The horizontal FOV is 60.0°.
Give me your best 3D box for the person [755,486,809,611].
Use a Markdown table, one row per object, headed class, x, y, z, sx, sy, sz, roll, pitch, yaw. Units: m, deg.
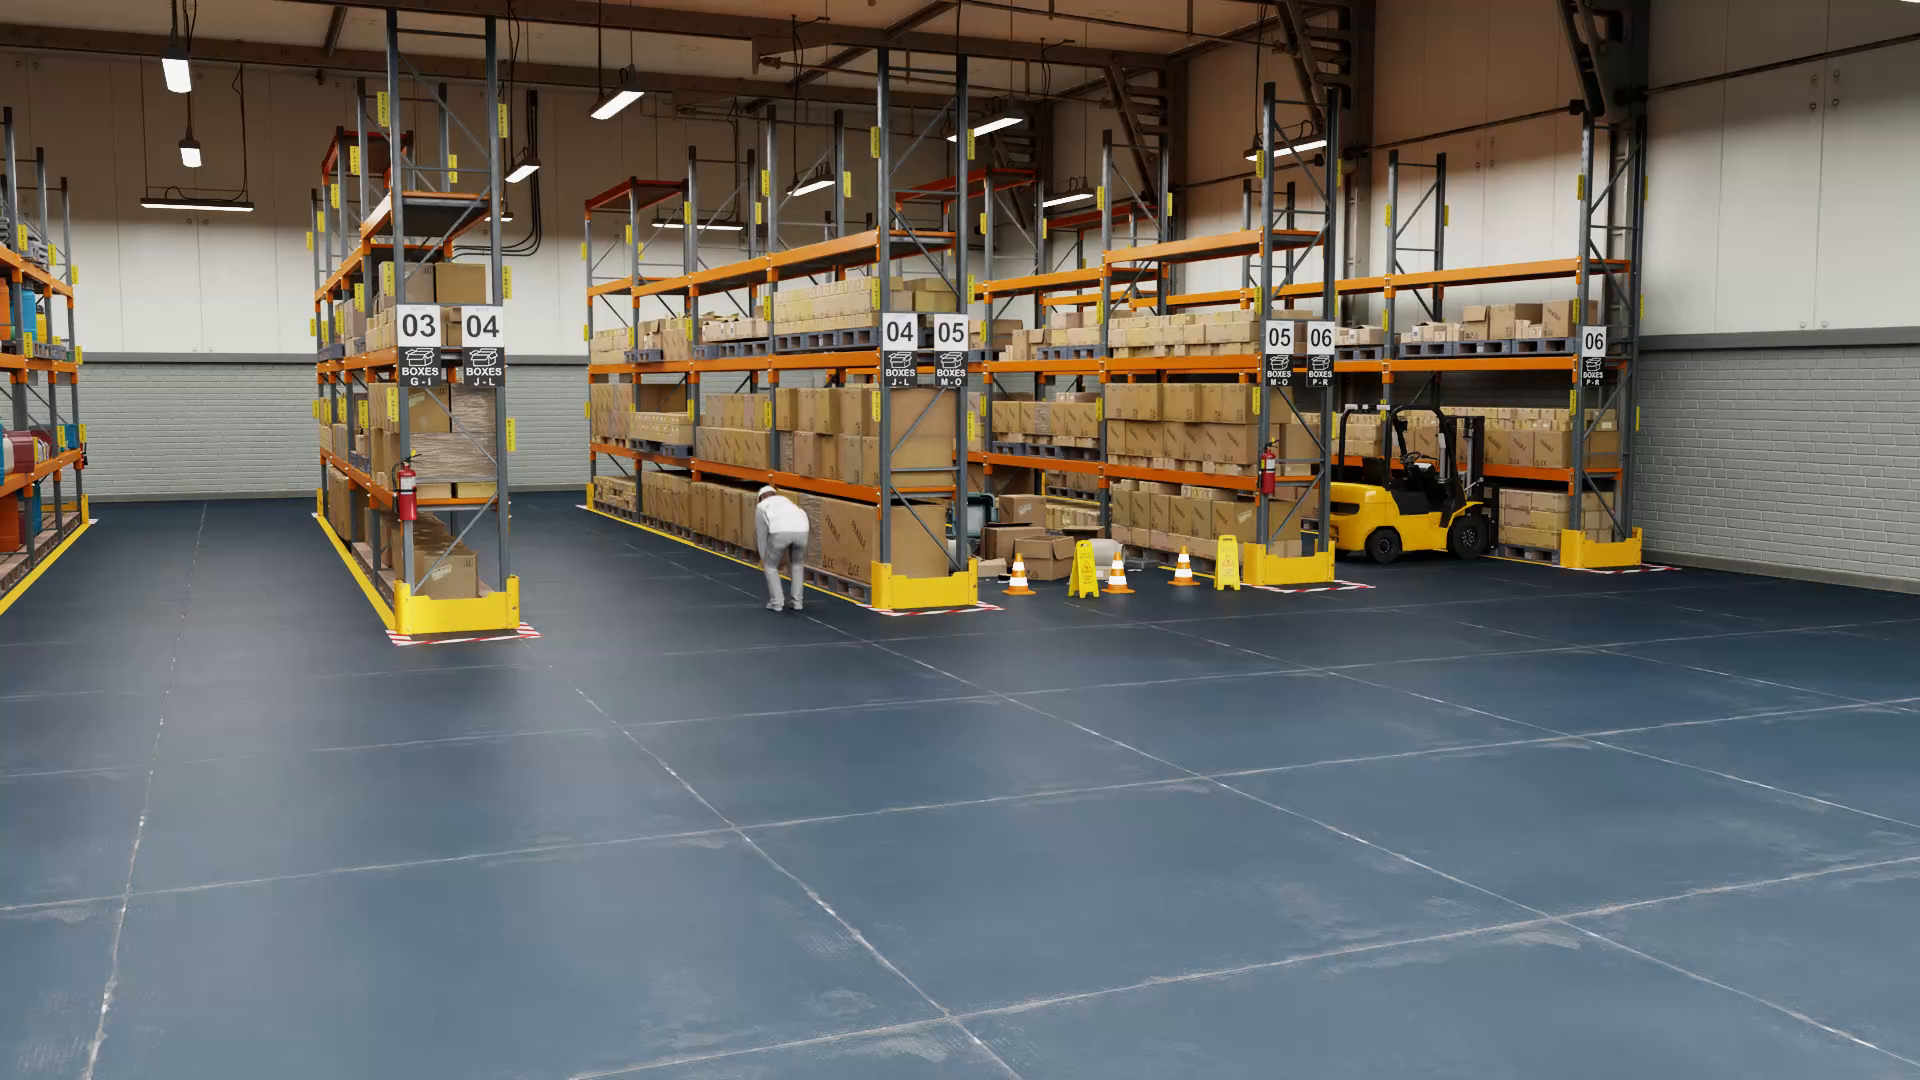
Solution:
| class | x | y | z | sx | sy | sz | roll | pitch | yaw |
| --- | --- | --- | --- | --- | --- | --- | --- | --- | --- |
| person | -1.979 | 0.082 | 18.196 | 0.467 | 1.317 | 0.949 | -3 | 6 | -26 |
